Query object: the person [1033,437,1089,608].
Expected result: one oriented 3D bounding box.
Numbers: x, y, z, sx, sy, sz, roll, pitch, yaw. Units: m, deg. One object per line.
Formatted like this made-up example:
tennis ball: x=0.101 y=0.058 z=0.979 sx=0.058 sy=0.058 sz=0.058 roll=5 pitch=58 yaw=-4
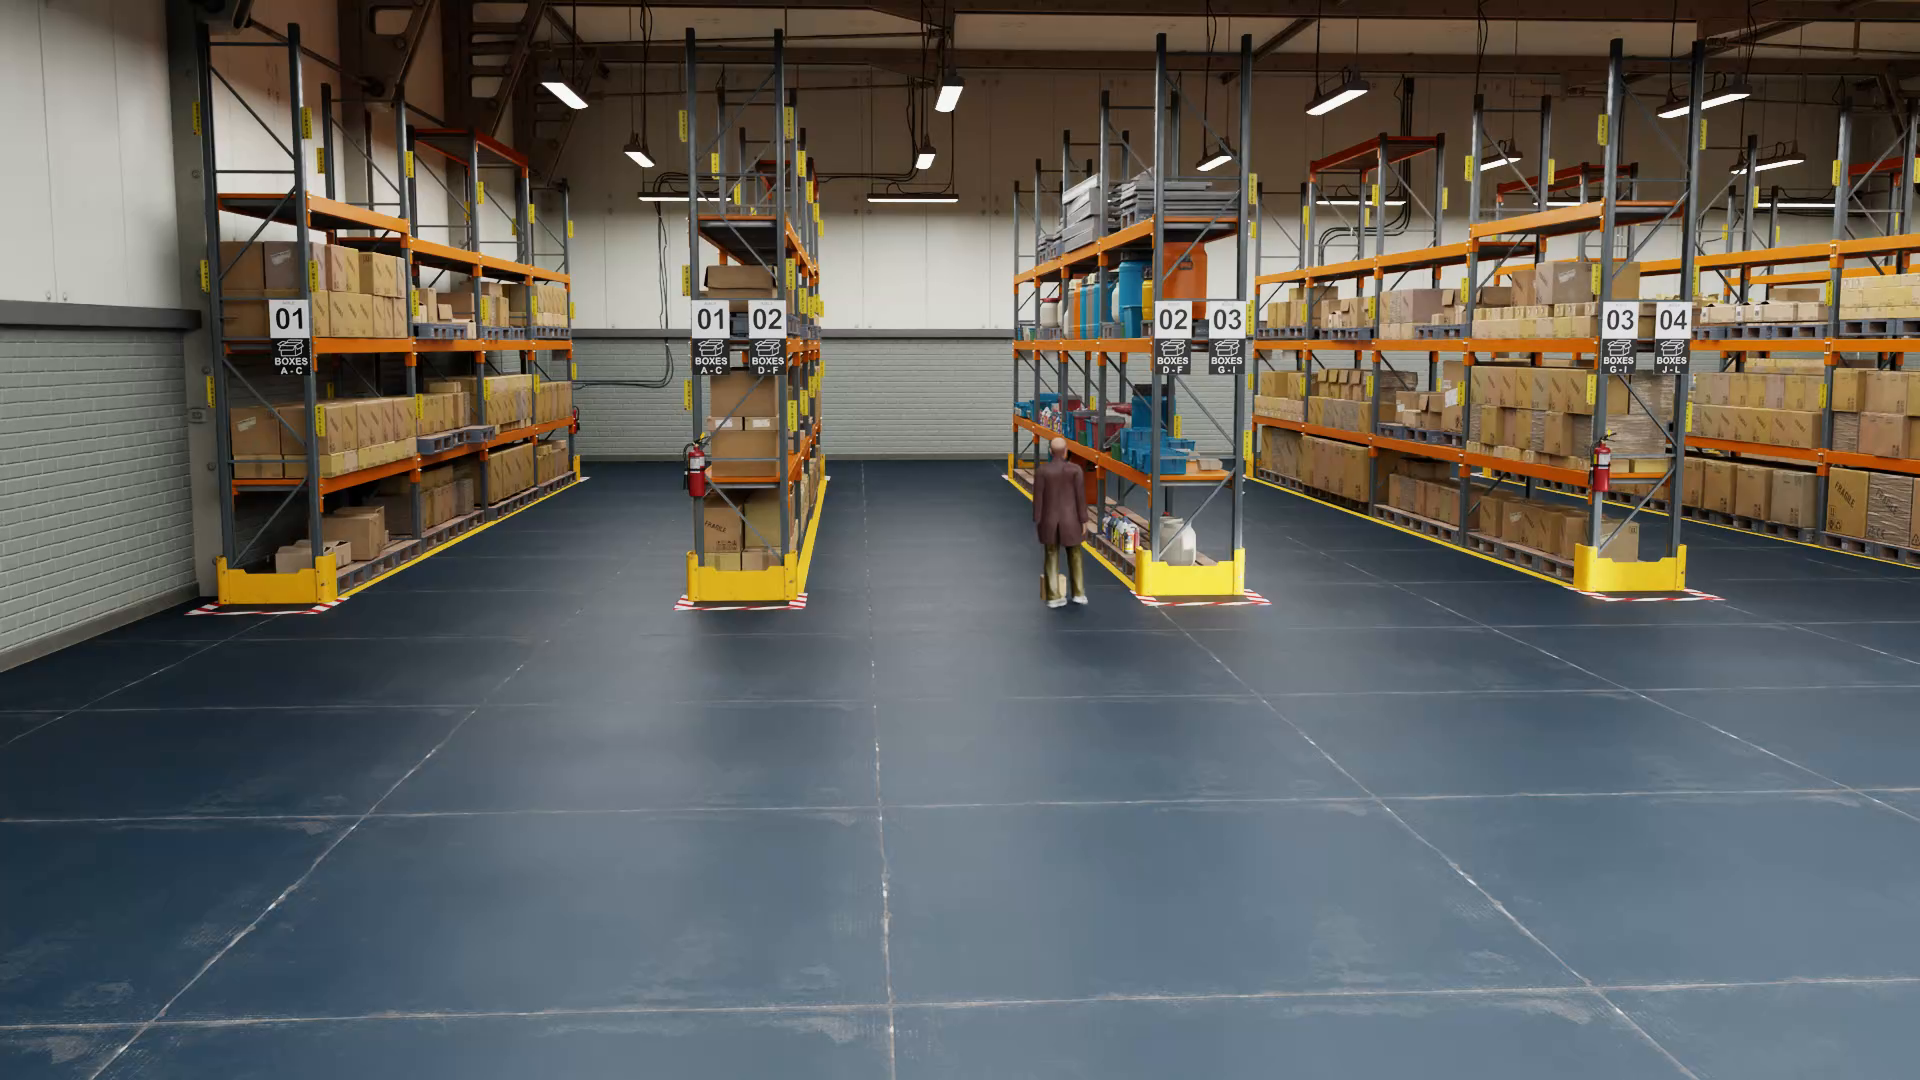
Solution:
person: x=1.075 y=-0.201 z=17.501 sx=0.591 sy=1.780 sz=0.625 roll=1 pitch=7 yaw=8
